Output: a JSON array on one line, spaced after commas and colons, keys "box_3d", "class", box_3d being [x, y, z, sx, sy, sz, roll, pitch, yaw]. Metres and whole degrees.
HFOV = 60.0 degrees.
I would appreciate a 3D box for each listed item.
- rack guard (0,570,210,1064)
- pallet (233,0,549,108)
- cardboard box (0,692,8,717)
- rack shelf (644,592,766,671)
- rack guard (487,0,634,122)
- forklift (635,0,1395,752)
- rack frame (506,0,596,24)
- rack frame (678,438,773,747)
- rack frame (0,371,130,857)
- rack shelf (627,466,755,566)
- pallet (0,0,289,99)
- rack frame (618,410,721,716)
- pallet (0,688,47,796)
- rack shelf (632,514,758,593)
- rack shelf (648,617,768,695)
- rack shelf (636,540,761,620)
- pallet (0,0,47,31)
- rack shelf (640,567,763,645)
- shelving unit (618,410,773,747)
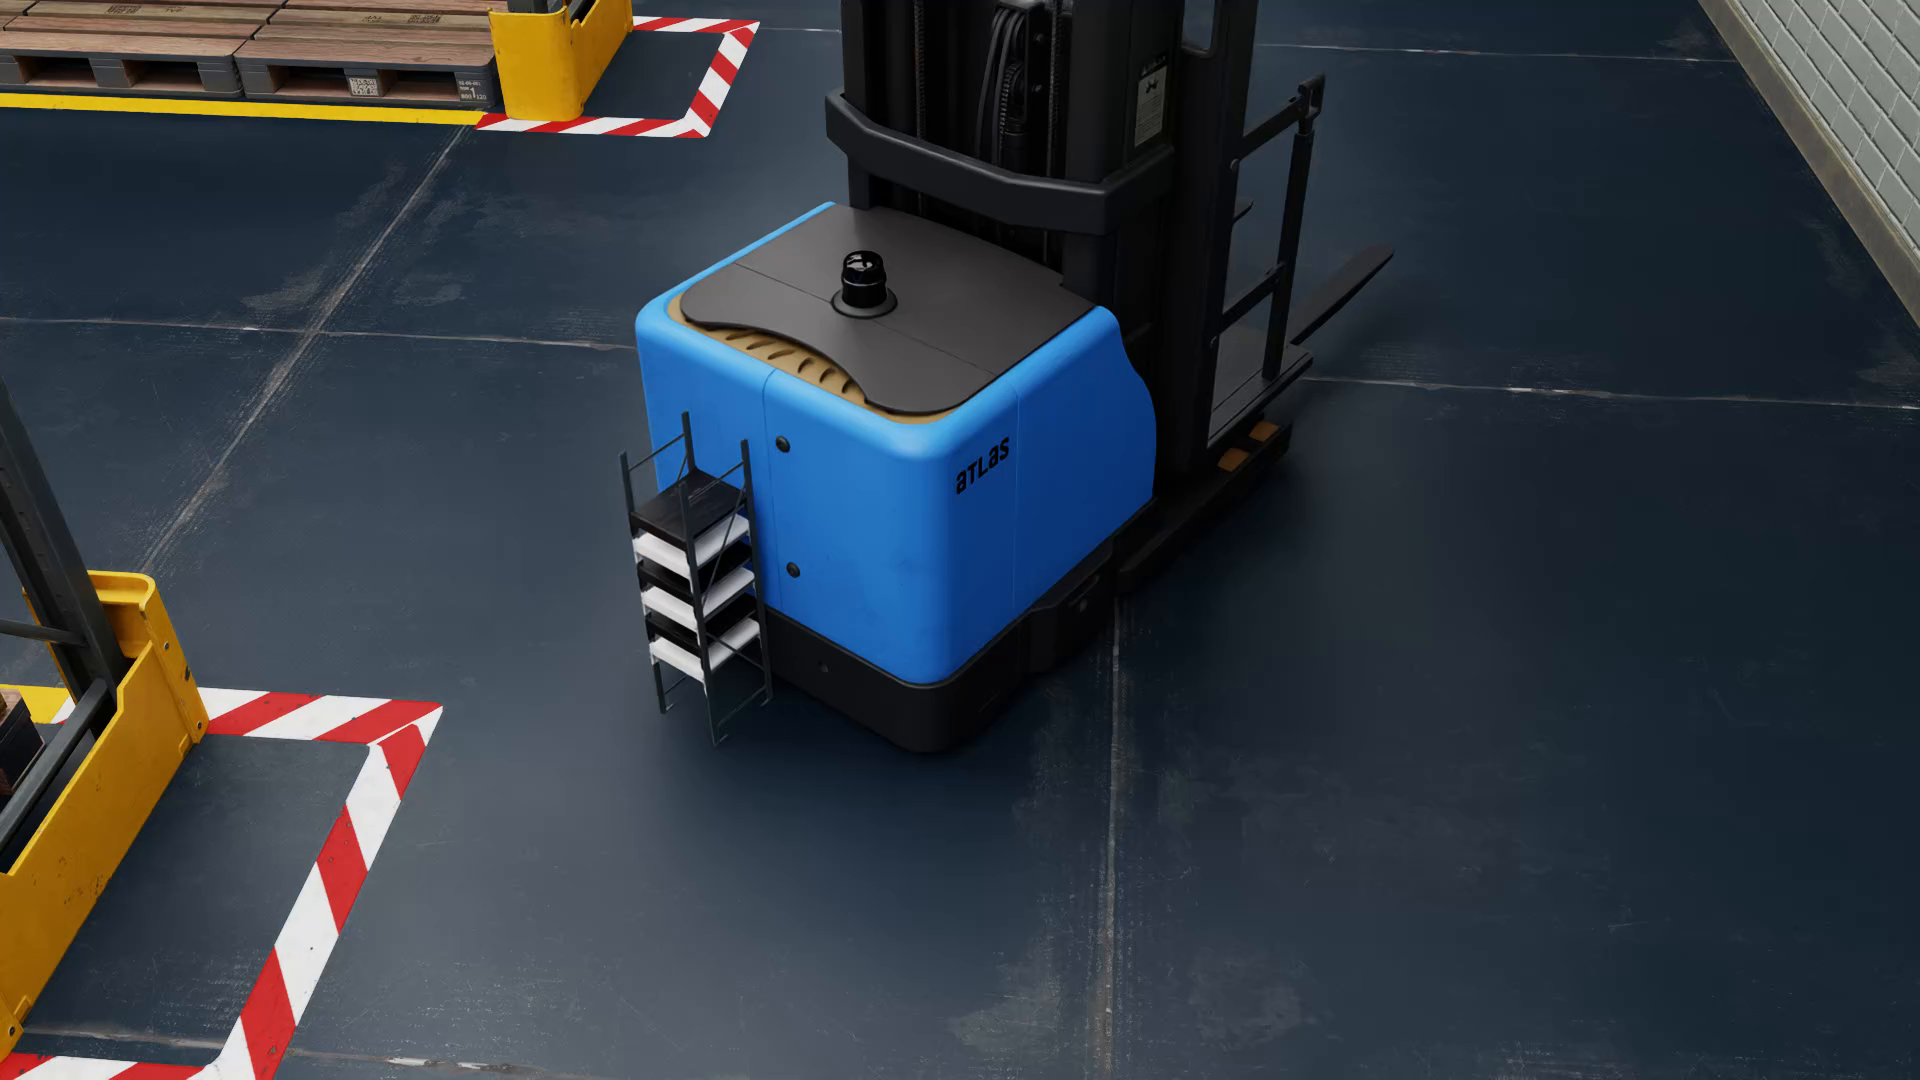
[{"box_3d": [-2.301, 0.645, 4.062, 0.348, 0.500, 1.175, 3, 39, 4], "class": "rack guard"}, {"box_3d": [-2.716, -2.429, 8.067, 1.213, 0.211, 1.003, 3, 39, 4], "class": "pallet"}, {"box_3d": [-2.970, 0.351, 3.793, 0.875, 0.875, 0.875, 3, 39, 4], "class": "cardboard box"}, {"box_3d": [-0.683, 0.214, 4.470, 0.200, 0.077, 0.258, 25, 45, 28], "class": "rack shelf"}, {"box_3d": [-1.873, -2.478, 7.899, 0.348, 0.500, 1.175, 3, 39, 4], "class": "rack guard"}, {"box_3d": [0.443, -1.443, 4.701, 1.130, 2.935, 3.031, 26, 46, 28], "class": "forklift"}, {"box_3d": [-1.898, -3.441, 7.101, 0.127, 3.000, 1.000, 3, 39, 4], "class": "rack frame"}, {"box_3d": [-0.602, 0.157, 4.345, 0.006, 0.900, 0.240, 25, 45, 28], "class": "rack frame"}, {"box_3d": [-2.325, -0.326, 3.274, 0.127, 3.000, 1.000, 3, 39, 4], "class": "rack frame"}, {"box_3d": [-0.683, -0.065, 4.243, 0.200, 0.077, 0.258, 25, 45, 28], "class": "rack shelf"}, {"box_3d": [-3.928, -2.497, 8.150, 1.213, 0.211, 1.003, 3, 39, 4], "class": "pallet"}, {"box_3d": [-0.765, 0.080, 4.439, 0.006, 0.900, 0.240, 25, 45, 28], "class": "rack frame"}, {"box_3d": [-3.128, 0.761, 4.148, 1.213, 0.211, 1.003, 3, 39, 4], "class": "pallet"}, {"box_3d": [-0.683, 0.004, 4.299, 0.200, 0.077, 0.258, 25, 45, 28], "class": "rack shelf"}, {"box_3d": [-0.683, 0.284, 4.527, 0.200, 0.077, 0.258, 25, 45, 28], "class": "rack shelf"}, {"box_3d": [-0.683, 0.074, 4.356, 0.200, 0.077, 0.258, 25, 45, 28], "class": "rack shelf"}, {"box_3d": [-5.147, -2.562, 8.230, 1.213, 0.211, 1.003, 3, 39, 4], "class": "pallet"}, {"box_3d": [-0.683, 0.144, 4.413, 0.200, 0.077, 0.258, 25, 45, 28], "class": "rack shelf"}, {"box_3d": [-0.683, 0.118, 4.392, 0.210, 0.900, 0.258, 25, 45, 28], "class": "shelving unit"}]
